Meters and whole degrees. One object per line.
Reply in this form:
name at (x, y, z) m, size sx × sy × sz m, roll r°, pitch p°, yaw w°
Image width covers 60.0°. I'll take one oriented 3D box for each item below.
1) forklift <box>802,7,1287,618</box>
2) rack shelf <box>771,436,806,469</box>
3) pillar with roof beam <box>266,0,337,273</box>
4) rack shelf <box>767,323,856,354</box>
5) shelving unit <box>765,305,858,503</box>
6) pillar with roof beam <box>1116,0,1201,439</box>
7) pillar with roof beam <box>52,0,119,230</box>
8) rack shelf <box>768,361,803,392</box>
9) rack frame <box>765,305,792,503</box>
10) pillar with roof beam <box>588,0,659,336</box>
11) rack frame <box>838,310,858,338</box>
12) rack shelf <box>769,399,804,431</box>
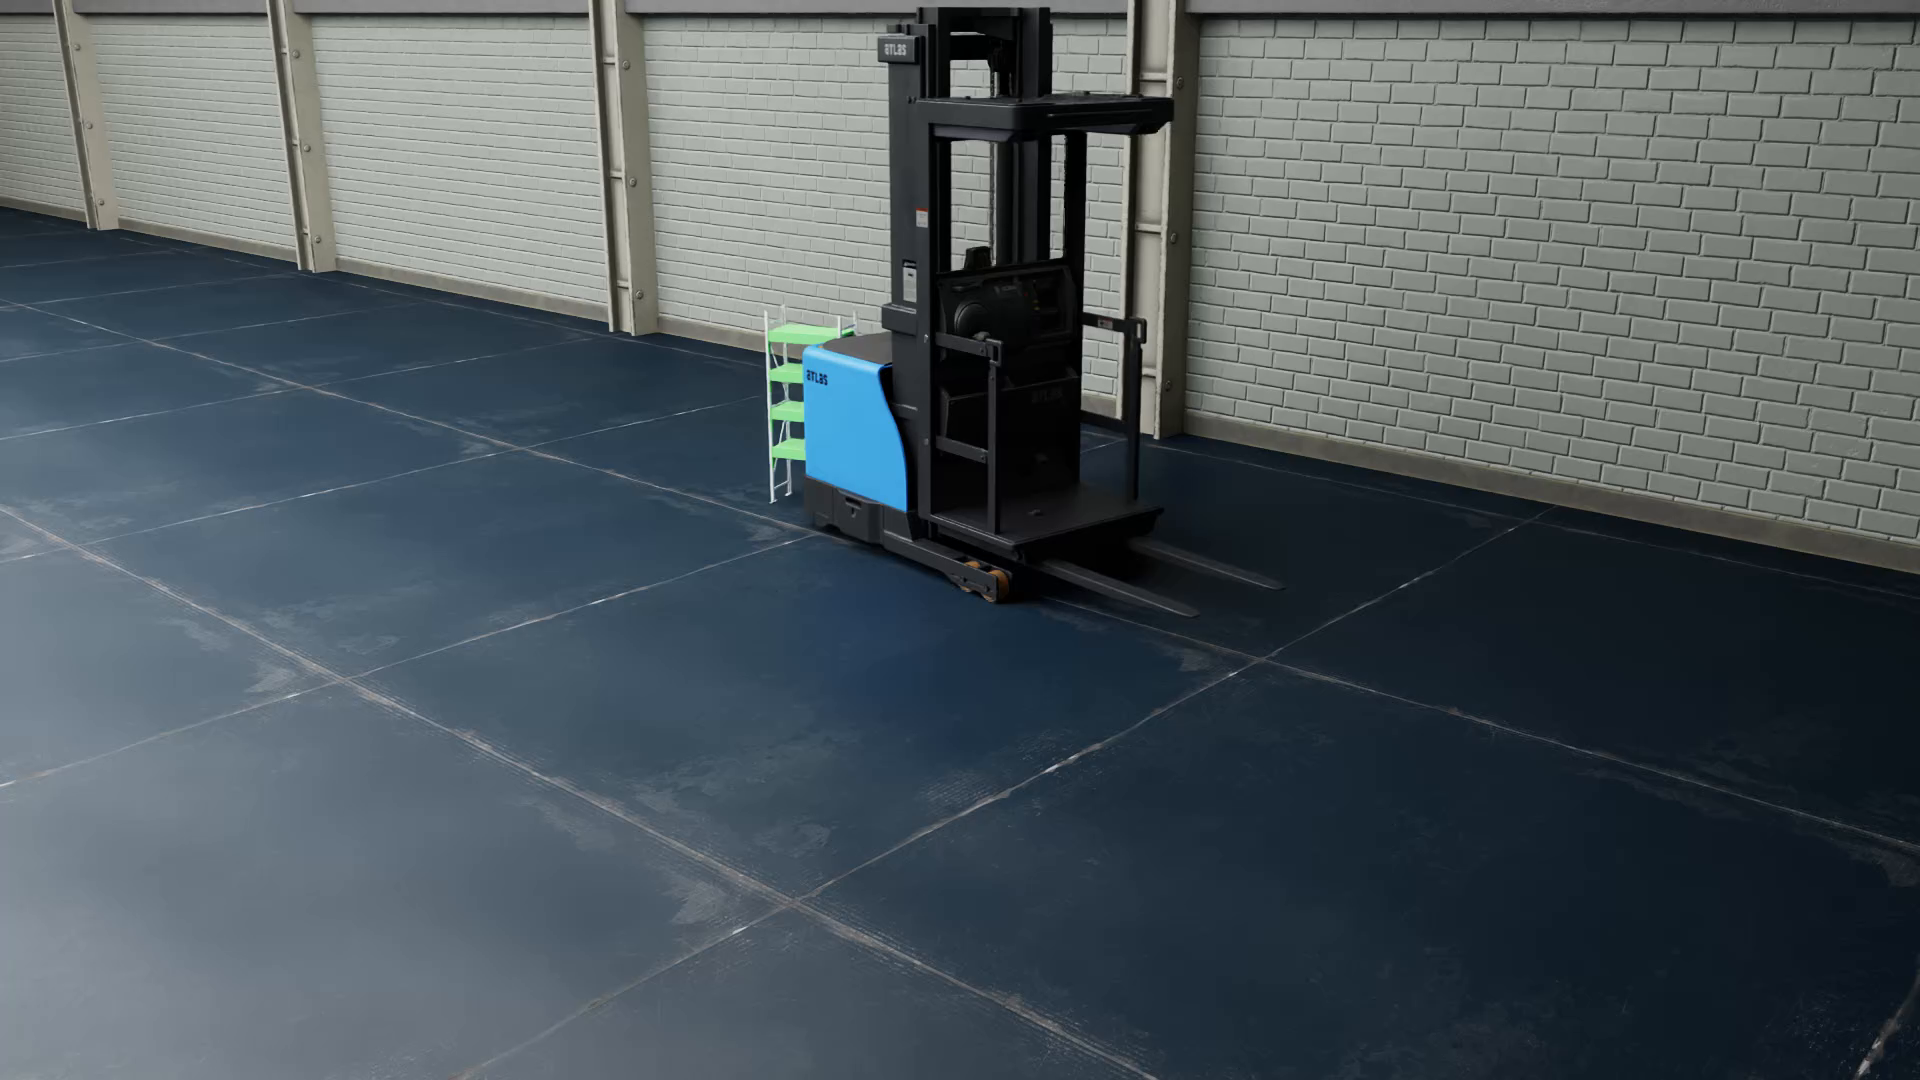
forklift at (0.391, -1.245, 8.689) m, size 1.130 × 2.935 × 3.031 m, roll -14°, pitch 22°, yaw -37°
rack shelf at (-0.895, -0.518, 10.266) m, size 0.480 × 0.148 × 0.258 m, roll 7°, pitch 19°, yaw 21°
pillar with roof beam at (-10.454, -6.515, 15.265) m, size 0.400 × 9.000 × 9.100 m, roll 15°, pitch 23°, yaw 39°
rack shelf at (-0.895, -1.204, 10.048) m, size 0.480 × 0.148 × 0.258 m, roll 7°, pitch 19°, yaw 21°
shelving unit at (-0.895, -0.808, 10.174) m, size 0.503 × 1.200 × 0.258 m, roll 7°, pitch 19°, yaw 21°
pillar with roof beam at (-1.479, -4.106, 7.673) m, size 0.400 × 9.000 × 9.100 m, roll 15°, pitch 23°, yaw 39°
pillar with roof beam at (-14.942, -7.720, 19.061) m, size 0.400 × 9.000 × 9.100 m, roll 15°, pitch 23°, yaw 39°
rack shelf at (-0.895, -0.976, 10.120) m, size 0.480 × 0.148 × 0.258 m, roll 7°, pitch 19°, yaw 21°
rack frame at (-1.120, -0.836, 10.263) m, size 0.015 × 1.200 × 0.240 m, roll 7°, pitch 19°, yaw 21°
pillar with roof beam at (-5.966, -5.311, 11.469) m, size 0.400 × 9.000 × 9.100 m, roll 15°, pitch 23°, yaw 39°
rack frame at (-0.669, -0.780, 10.085) m, size 0.015 × 1.200 × 0.240 m, roll 7°, pitch 19°, yaw 21°
rack shelf at (-0.895, -0.747, 10.193) m, size 0.480 × 0.148 × 0.258 m, roll 7°, pitch 19°, yaw 21°
